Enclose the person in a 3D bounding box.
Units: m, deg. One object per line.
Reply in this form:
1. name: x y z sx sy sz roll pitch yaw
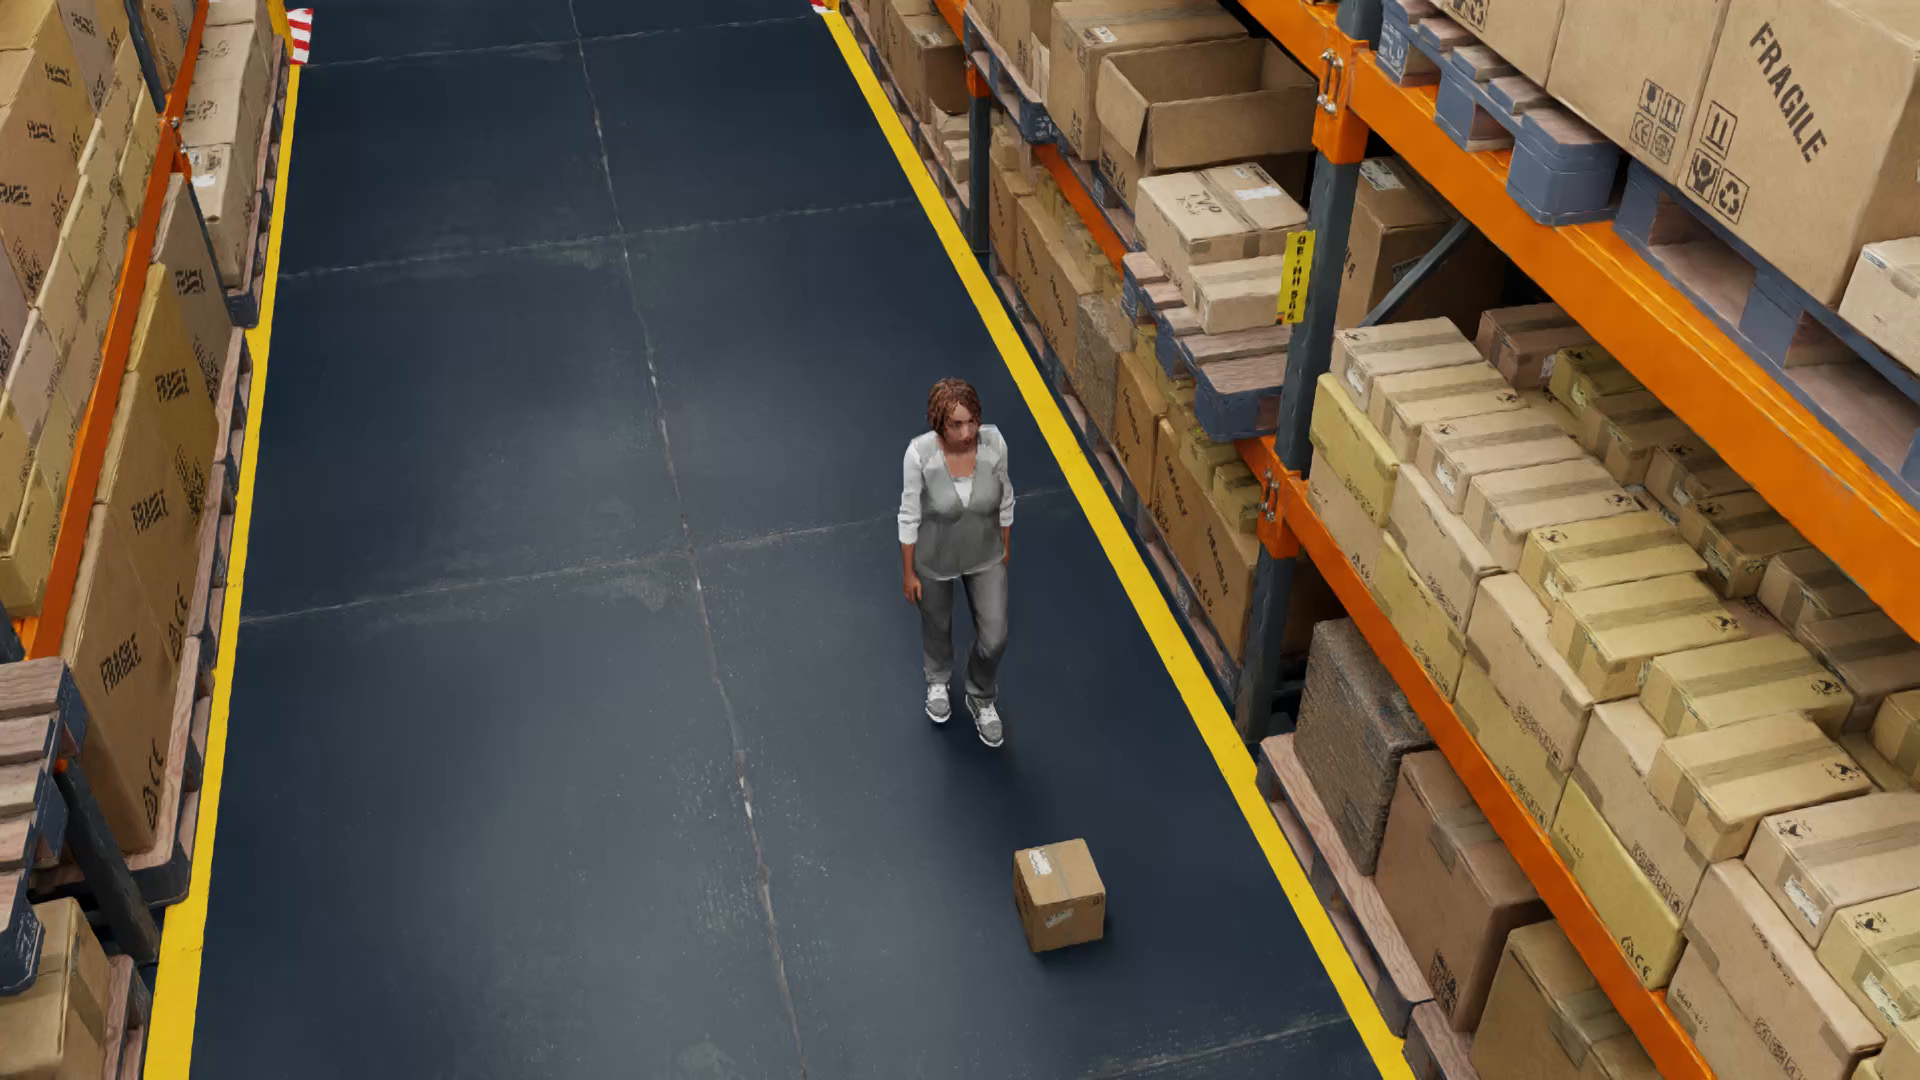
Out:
1. person: -0.012 0.058 6.071 0.435 1.590 0.441 -6 39 -8
